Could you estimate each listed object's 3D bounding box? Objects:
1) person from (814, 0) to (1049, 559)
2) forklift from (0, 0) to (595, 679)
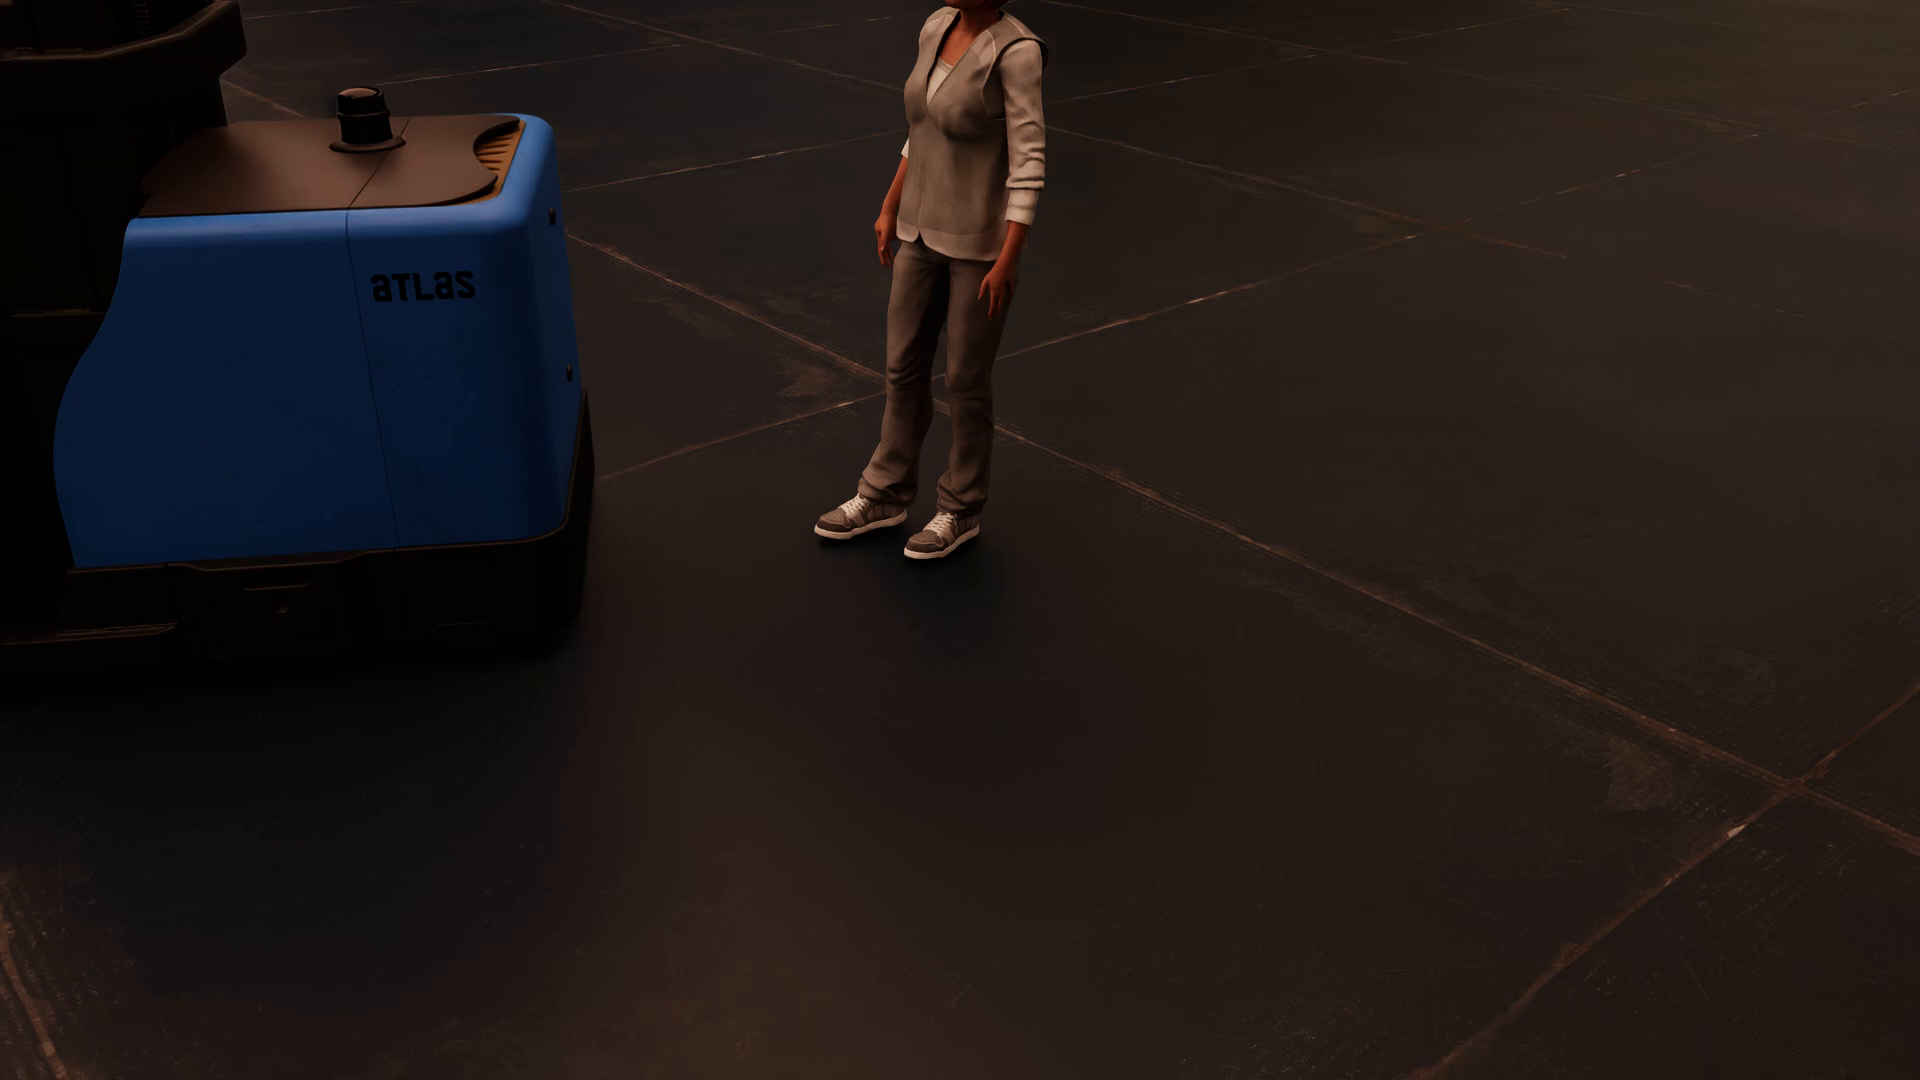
[{"bbox_3d":[-0.066,-0.706,4.110,0.474,1.598,0.519,-20,33,-35],"label":"person"},{"bbox_3d":[-2.478,-1.166,3.553,3.031,2.935,1.130,-4,27,-8],"label":"forklift"}]
